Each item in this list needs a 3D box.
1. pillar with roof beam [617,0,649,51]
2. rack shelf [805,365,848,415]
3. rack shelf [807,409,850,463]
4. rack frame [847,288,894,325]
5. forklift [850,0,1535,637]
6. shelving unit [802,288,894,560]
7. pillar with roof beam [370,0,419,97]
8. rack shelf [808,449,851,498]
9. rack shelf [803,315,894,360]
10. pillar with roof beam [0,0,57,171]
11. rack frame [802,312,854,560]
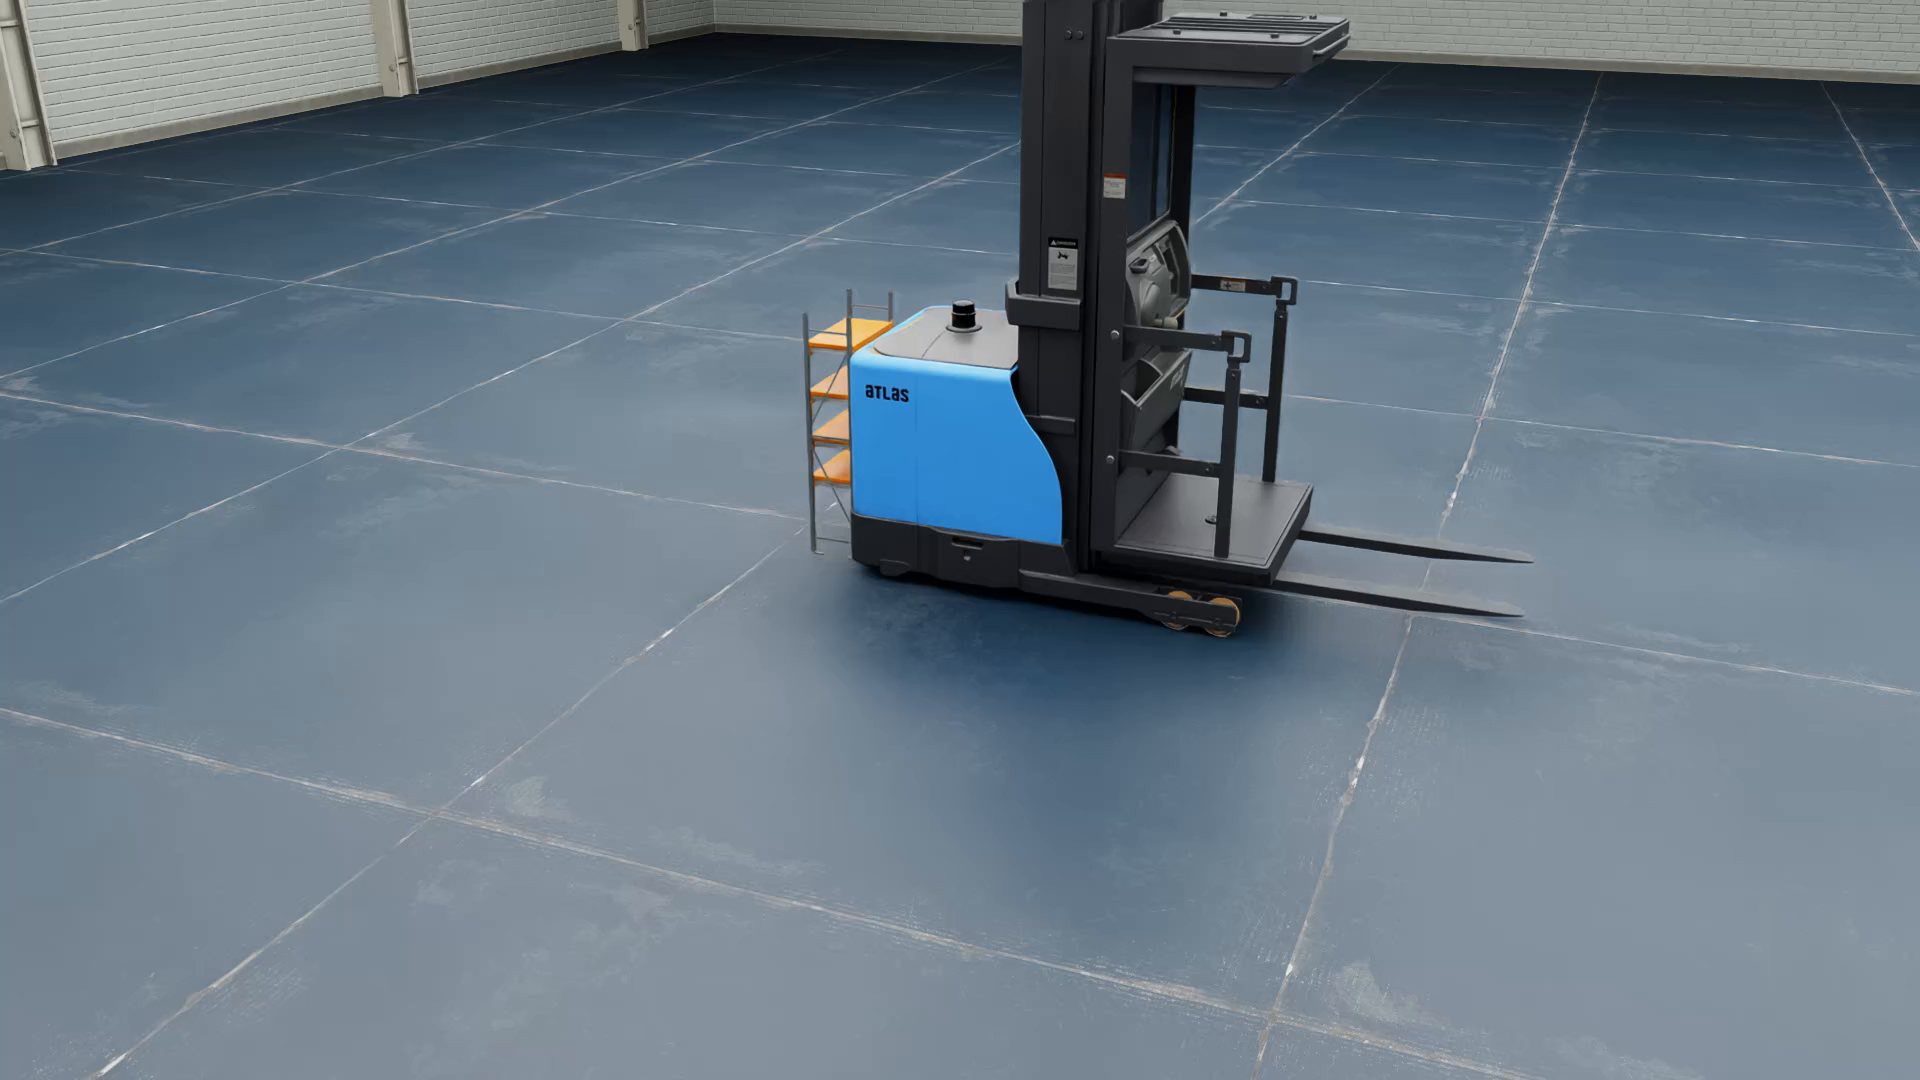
[{"bbox_3d":[-1.505,-11.837,24.913,9.100,9.000,0.400,9,24,20],"label":"pillar with roof beam"},{"bbox_3d":[-0.522,-0.708,7.983,0.258,0.148,0.480,8,24,19],"label":"rack shelf"},{"bbox_3d":[-0.522,-0.502,8.069,0.258,0.148,0.480,8,24,19],"label":"rack shelf"},{"bbox_3d":[-0.435,-0.652,8.253,0.240,1.200,0.015,8,24,19],"label":"rack frame"},{"bbox_3d":[1.057,-1.163,7.233,3.031,2.935,1.130,9,24,20],"label":"forklift"},{"bbox_3d":[-0.522,-0.564,8.043,0.258,1.200,0.503,8,24,19],"label":"shelving unit"},{"bbox_3d":[-3.733,-9.690,19.773,9.100,9.000,0.400,9,24,20],"label":"pillar with roof beam"},{"bbox_3d":[-0.522,-0.319,8.146,0.258,0.148,0.480,8,24,19],"label":"rack shelf"},{"bbox_3d":[-0.522,-0.926,7.892,0.258,0.148,0.480,8,24,19],"label":"rack shelf"},{"bbox_3d":[-5.962,-7.543,14.632,9.100,9.000,0.400,9,24,20],"label":"pillar with roof beam"},{"bbox_3d":[-0.609,-0.476,7.833,0.240,1.200,0.015,8,24,19],"label":"rack frame"}]
